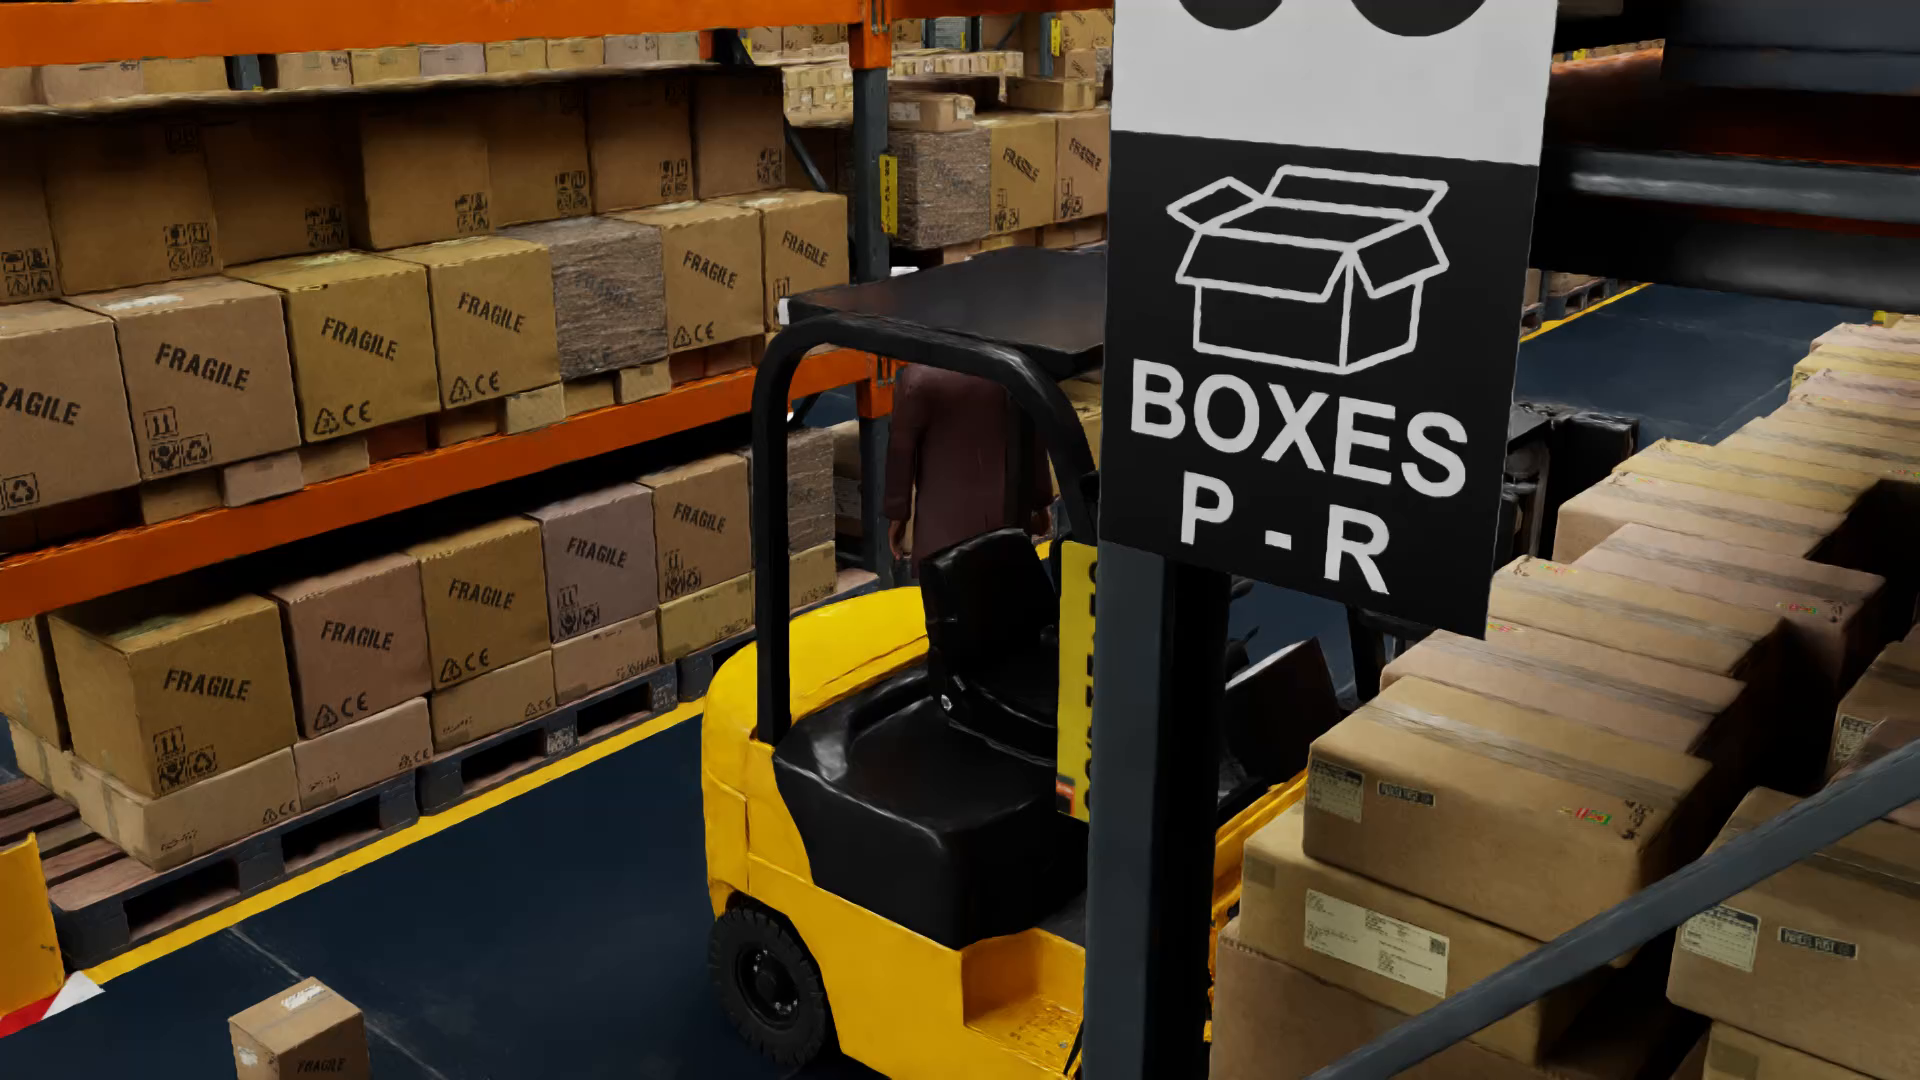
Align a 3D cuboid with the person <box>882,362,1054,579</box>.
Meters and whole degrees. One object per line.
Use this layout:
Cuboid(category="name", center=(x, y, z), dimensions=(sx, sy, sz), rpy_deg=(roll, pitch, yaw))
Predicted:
Cuboid(category="person", center=(0.020, -0.028, 6.376), dimensions=(0.675, 1.582, 0.629), rpy_deg=(-7, 21, -20))
